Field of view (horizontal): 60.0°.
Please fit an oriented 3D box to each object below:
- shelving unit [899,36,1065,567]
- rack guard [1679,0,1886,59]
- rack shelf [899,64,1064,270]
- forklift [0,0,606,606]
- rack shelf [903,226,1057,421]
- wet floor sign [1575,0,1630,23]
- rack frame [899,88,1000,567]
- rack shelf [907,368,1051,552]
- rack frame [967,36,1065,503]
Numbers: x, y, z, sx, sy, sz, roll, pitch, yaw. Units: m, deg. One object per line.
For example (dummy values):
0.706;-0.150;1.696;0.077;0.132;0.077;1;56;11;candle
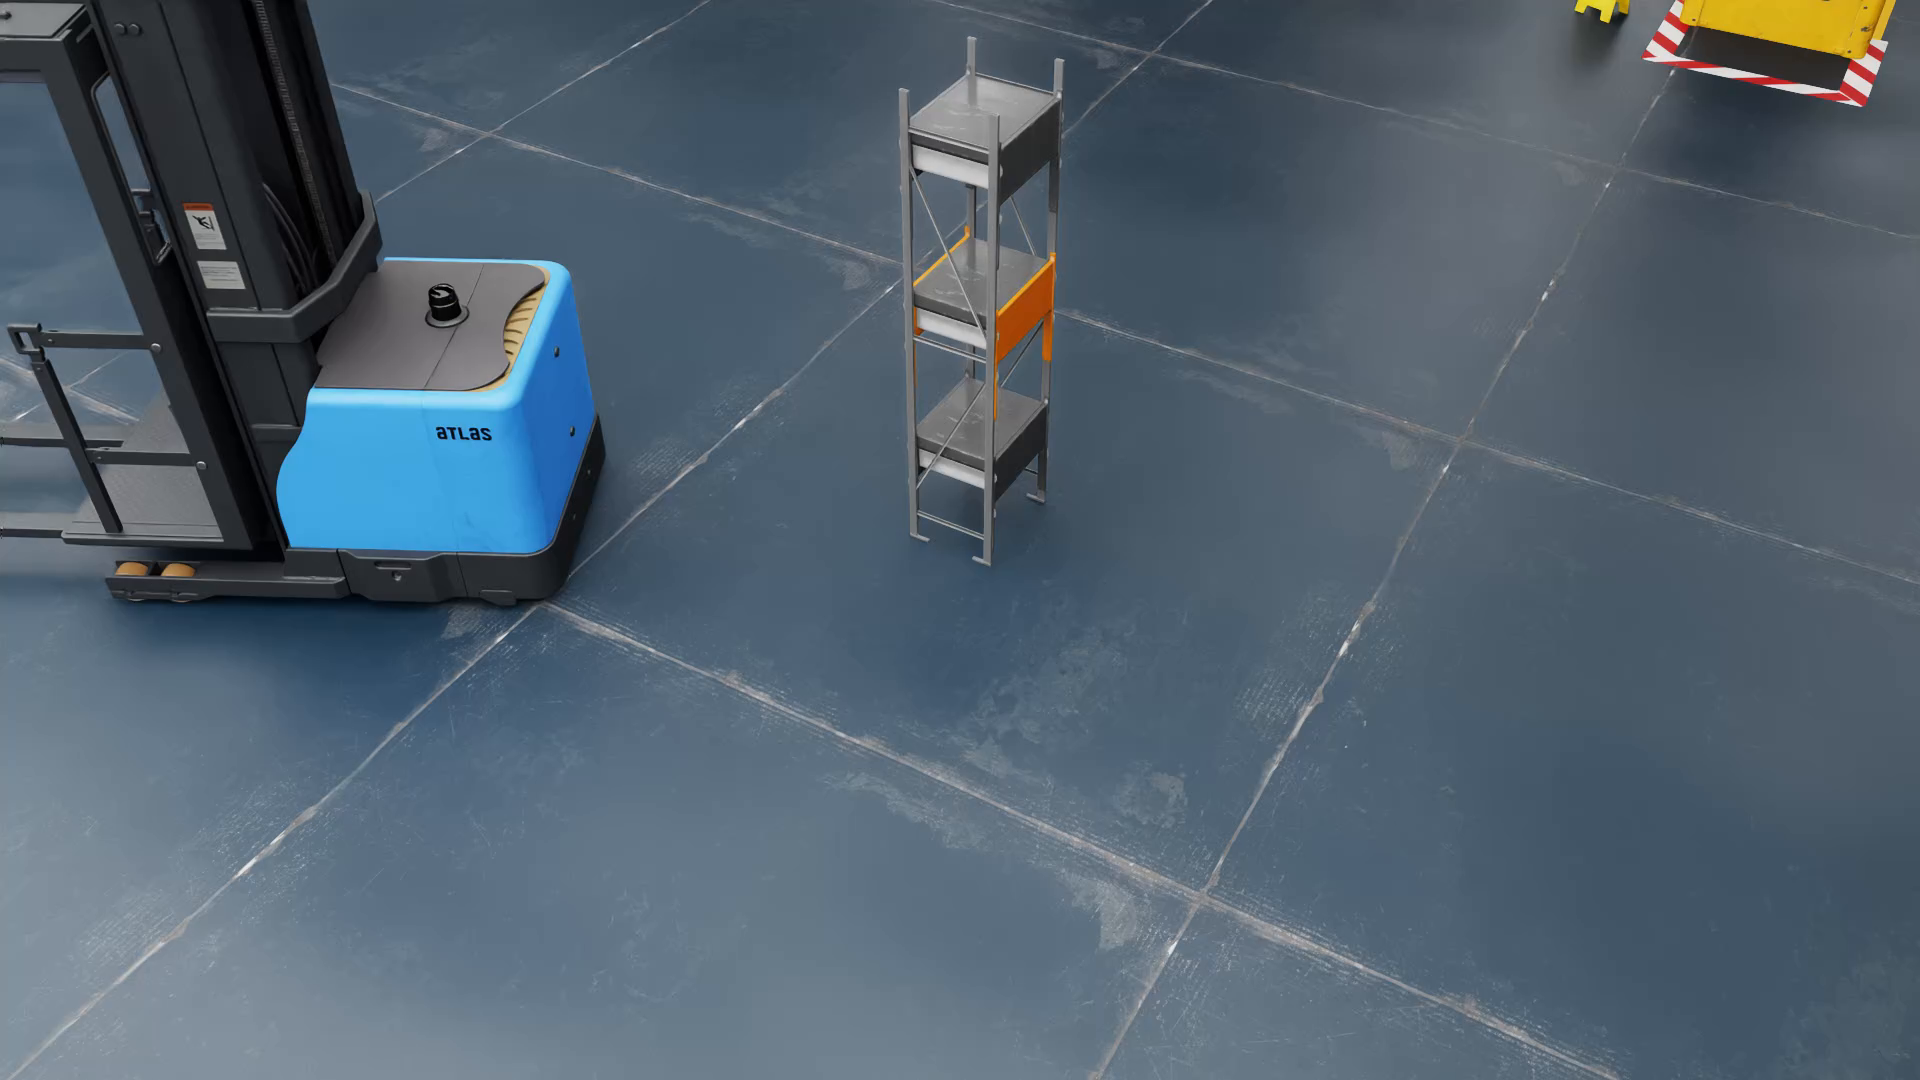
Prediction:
0.083;-0.883;6.664;0.431;2.100;0.503;21;45;22;shelving unit
5.430;-3.584;10.941;1.175;0.500;0.348;21;45;22;rack guard
0.083;-1.398;6.210;0.431;0.518;0.480;21;45;22;rack shelf
-3.144;-1.187;6.381;3.031;2.935;1.130;2;41;2;forklift
0.083;-0.872;6.673;0.431;0.518;0.480;21;45;22;rack shelf
4.370;-3.840;11.122;0.232;0.644;0.267;-29;49;-29;wet floor sign
-0.039;-0.743;6.505;0.400;2.100;0.015;21;45;22;rack frame
0.083;-0.347;7.135;0.431;0.518;0.480;21;45;22;rack shelf
0.205;-1.022;6.822;0.400;2.100;0.015;21;45;22;rack frame
